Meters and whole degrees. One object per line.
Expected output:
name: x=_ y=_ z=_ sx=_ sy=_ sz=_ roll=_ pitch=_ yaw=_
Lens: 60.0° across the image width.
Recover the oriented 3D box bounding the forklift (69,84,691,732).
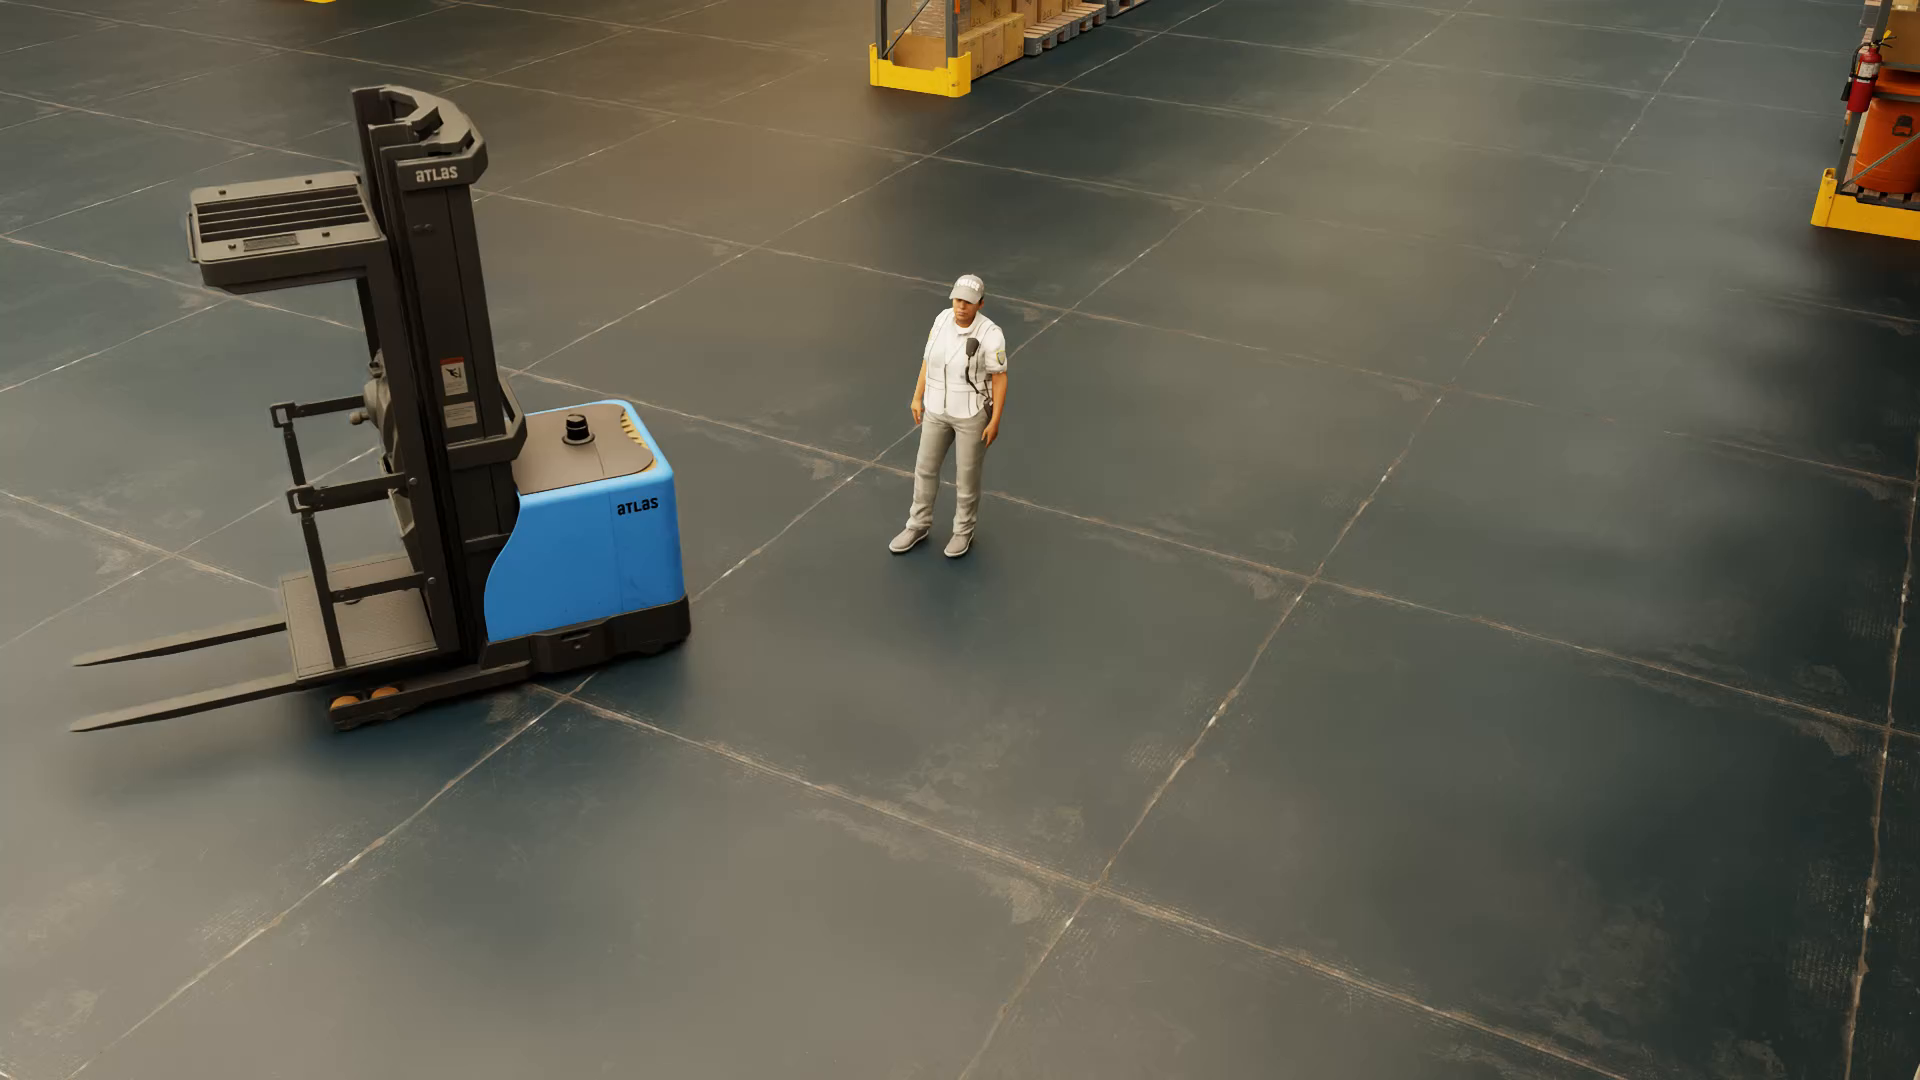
forklift: x=-3.020 y=-0.619 z=8.143 sx=3.031 sy=2.935 sz=1.130 roll=-12 pitch=32 yaw=-21

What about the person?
person: x=-0.057 y=-0.700 z=9.534 sx=0.599 sy=1.670 sz=0.529 roll=15 pitch=33 yaw=25
